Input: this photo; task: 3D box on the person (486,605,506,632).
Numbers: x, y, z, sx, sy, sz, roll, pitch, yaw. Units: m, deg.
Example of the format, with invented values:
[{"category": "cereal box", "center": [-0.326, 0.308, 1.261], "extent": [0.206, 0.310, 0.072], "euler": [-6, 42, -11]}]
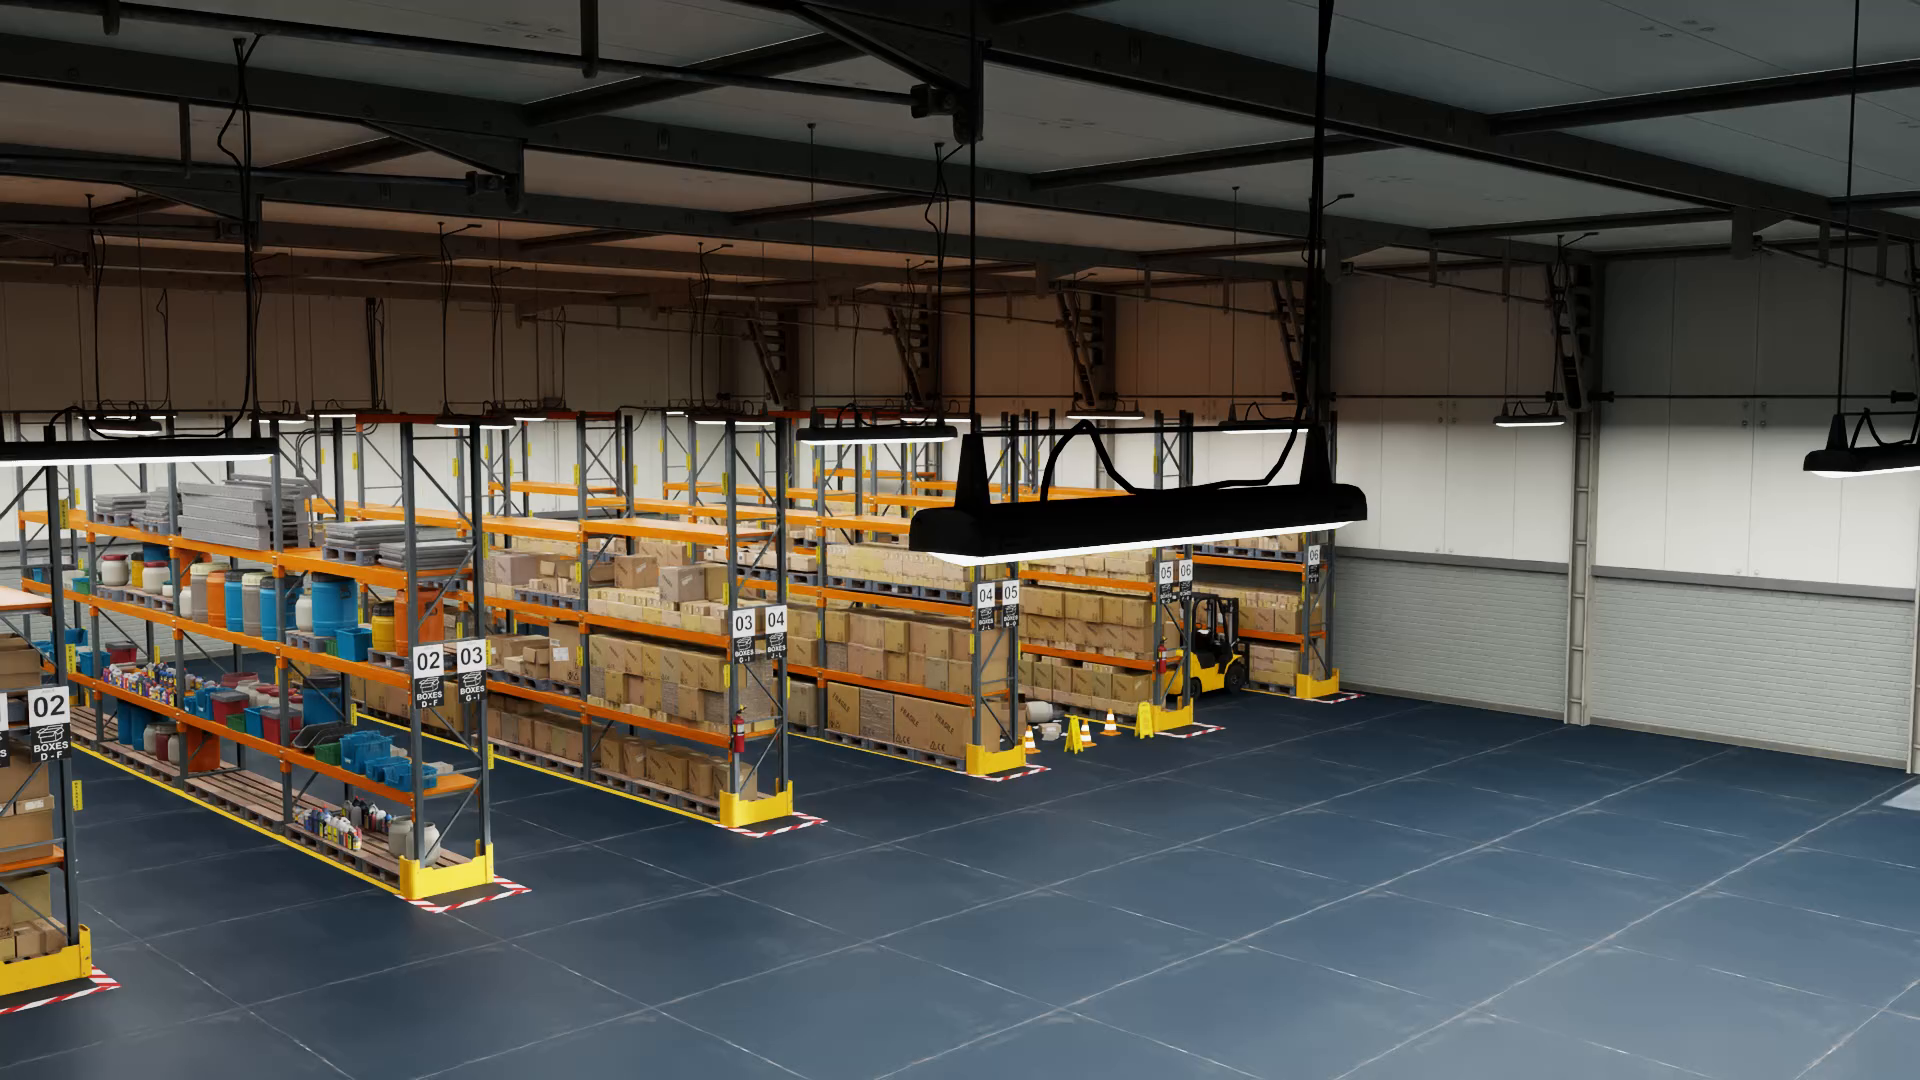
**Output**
[{"category": "person", "center": [-12.203, 1.708, 43.842], "extent": [0.478, 1.647, 0.984], "euler": [2, 5, 22]}]

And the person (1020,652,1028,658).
[{"category": "person", "center": [1.455, 2.190, 38.063], "extent": [0.419, 1.684, 0.505], "euler": [2, 5, 22]}]
